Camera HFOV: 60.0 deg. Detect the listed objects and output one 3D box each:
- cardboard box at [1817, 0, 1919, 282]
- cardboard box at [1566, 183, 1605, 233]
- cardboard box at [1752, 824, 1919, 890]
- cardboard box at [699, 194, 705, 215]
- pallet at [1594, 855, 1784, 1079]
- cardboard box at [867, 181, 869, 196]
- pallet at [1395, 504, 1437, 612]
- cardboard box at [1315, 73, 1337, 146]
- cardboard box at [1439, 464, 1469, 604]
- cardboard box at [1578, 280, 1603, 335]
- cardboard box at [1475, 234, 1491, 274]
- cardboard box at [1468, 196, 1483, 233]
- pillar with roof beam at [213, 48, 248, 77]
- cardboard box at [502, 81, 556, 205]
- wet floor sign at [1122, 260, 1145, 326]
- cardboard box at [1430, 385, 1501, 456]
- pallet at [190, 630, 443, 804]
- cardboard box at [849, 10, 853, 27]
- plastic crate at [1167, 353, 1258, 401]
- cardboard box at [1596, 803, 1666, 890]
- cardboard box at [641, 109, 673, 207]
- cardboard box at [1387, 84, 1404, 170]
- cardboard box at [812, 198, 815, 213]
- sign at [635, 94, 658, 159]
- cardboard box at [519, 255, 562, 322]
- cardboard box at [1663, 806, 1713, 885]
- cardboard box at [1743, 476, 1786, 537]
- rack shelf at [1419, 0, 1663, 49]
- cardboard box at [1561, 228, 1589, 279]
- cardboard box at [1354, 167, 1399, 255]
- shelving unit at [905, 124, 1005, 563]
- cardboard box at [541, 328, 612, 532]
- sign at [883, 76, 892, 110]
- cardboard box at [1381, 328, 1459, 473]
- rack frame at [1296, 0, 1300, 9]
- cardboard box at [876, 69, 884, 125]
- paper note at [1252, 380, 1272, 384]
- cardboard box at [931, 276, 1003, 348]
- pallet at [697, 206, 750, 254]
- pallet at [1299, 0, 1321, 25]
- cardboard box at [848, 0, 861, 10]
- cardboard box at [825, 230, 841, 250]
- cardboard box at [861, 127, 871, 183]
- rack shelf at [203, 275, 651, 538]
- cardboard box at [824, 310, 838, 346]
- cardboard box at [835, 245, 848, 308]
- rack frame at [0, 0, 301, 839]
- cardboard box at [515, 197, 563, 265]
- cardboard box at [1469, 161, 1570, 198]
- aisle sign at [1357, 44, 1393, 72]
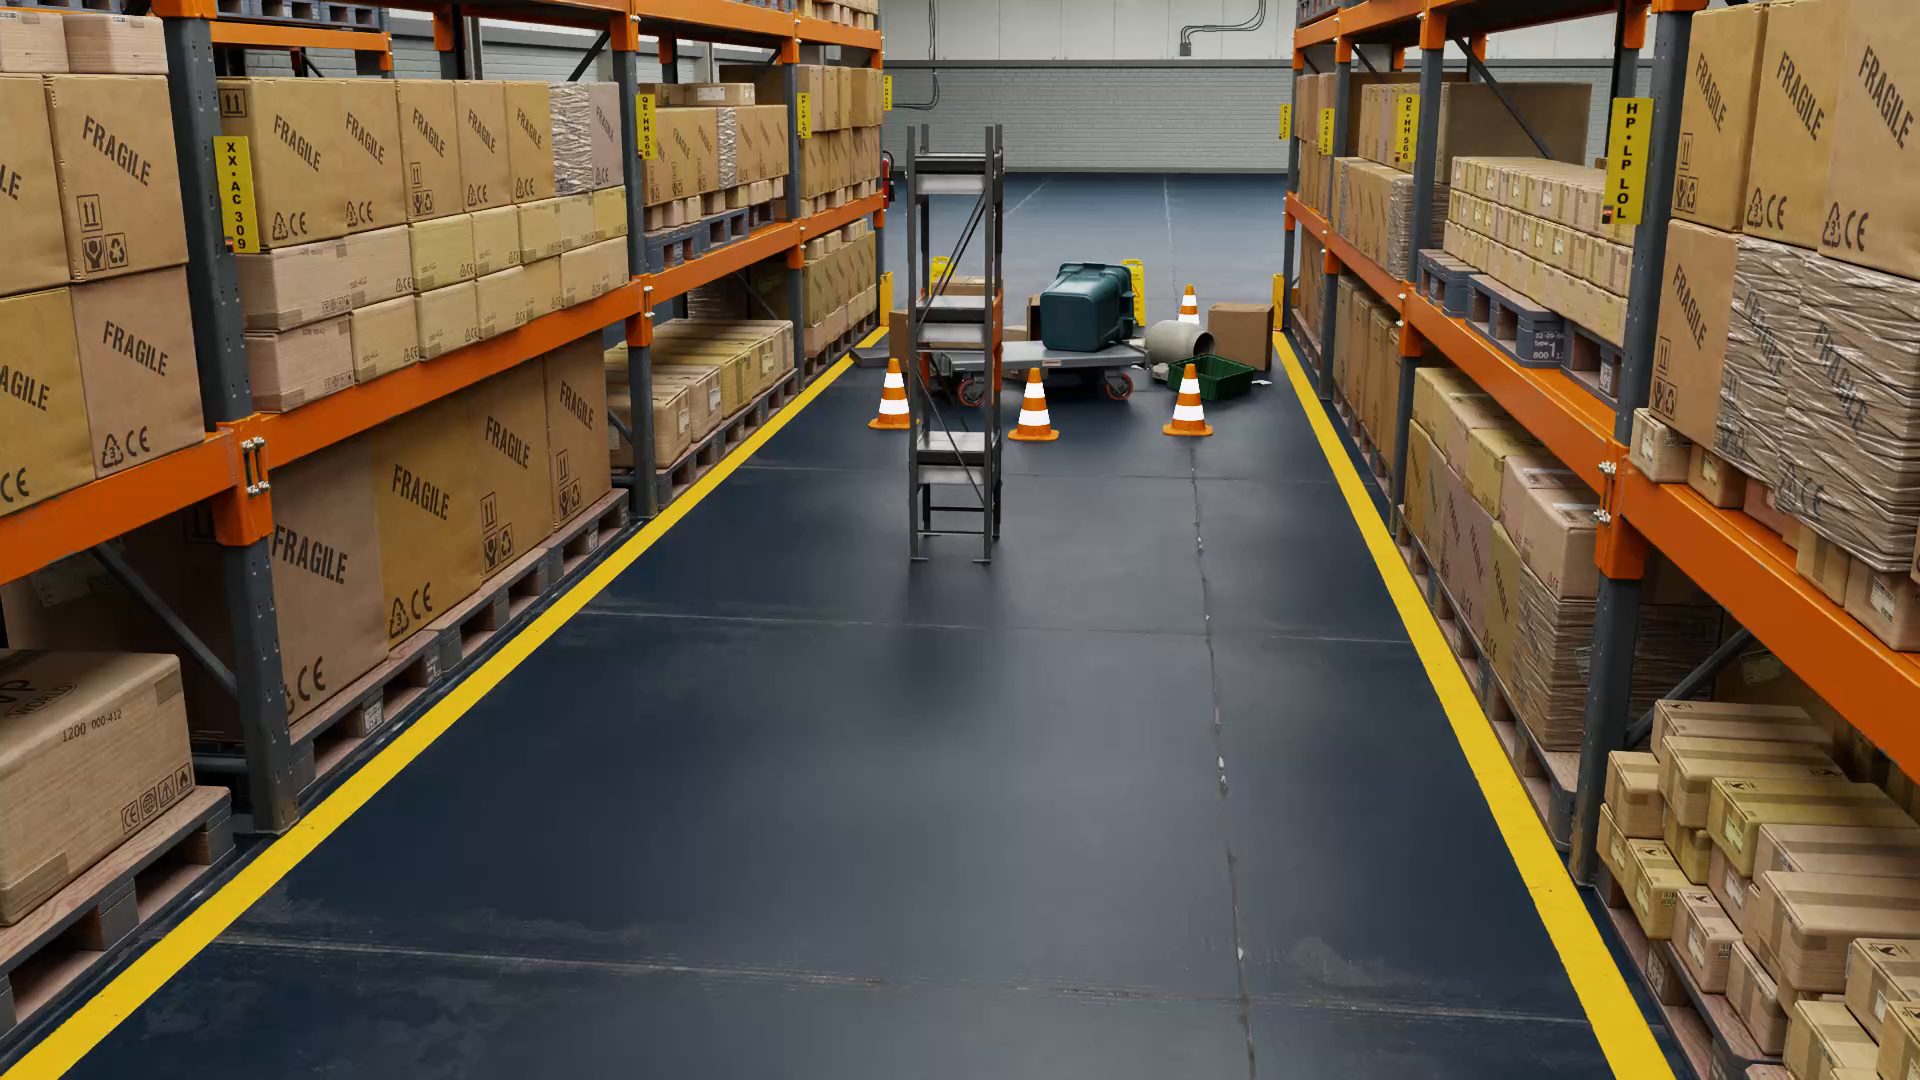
[{"bbox_3d":[1.890,-0.725,2.919,0.500,0.500,0.500,2,15,7],"label":"cardboard box"},{"bbox_3d":[2.255,-1.108,5.550,0.380,0.149,0.250,2,15,6],"label":"cardboard box"},{"bbox_3d":[1.993,0.750,3.660,0.380,0.149,0.250,1,15,5],"label":"cardboard box"},{"bbox_3d":[-1.807,-2.094,10.336,0.380,0.149,0.250,2,15,8],"label":"cardboard box"},{"bbox_3d":[2.273,1.097,4.202,1.003,0.211,1.213,2,15,6],"label":"pallet"},{"bbox_3d":[-1.060,-3.297,15.591,0.380,0.149,0.250,1,15,5],"label":"cardboard box"},{"bbox_3d":[2.676,0.086,7.938,1.003,0.211,1.213,2,15,6],"label":"pallet"},{"bbox_3d":[3.239,-3.334,12.890,0.875,0.550,0.550,2,15,6],"label":"cardboard box"},{"bbox_3d":[2.325,-0.019,6.968,0.500,0.500,0.500,1,15,5],"label":"cardboard box"},{"bbox_3d":[2.221,-0.747,5.355,0.380,0.149,0.250,2,15,6],"label":"cardboard box"},{"bbox_3d":[2.425,-1.224,7.119,0.380,0.149,0.250,2,15,9],"label":"cardboard box"},{"bbox_3d":[2.456,-1.428,7.304,0.380,0.149,0.250,1,15,5],"label":"cardboard box"},{"bbox_3d":[-2.891,-6.417,15.154,9.100,9.000,0.400,2,15,6],"label":"pillar with roof beam"},{"bbox_3d":[-2.075,-1.709,7.129,0.500,0.500,0.500,2,15,6],"label":"cardboard box"},{"bbox_3d":[1.704,-2.466,16.547,0.267,0.644,0.232,-1,15,-3],"label":"wet floor sign"},{"bbox_3d":[2.390,-0.517,7.375,0.500,0.250,0.500,2,15,6],"label":"cardboard box"},{"bbox_3d":[-2.604,0.599,6.041,1.003,0.211,1.213,2,15,6],"label":"pallet"},{"bbox_3d":[-1.159,-4.619,14.734,0.380,0.149,0.250,2,15,6],"label":"cardboard box"},{"bbox_3d":[1.935,-1.254,12.829,0.450,0.188,0.662,22,25,31],"label":"plastic crate"},{"bbox_3d":[1.954,0.834,4.490,0.380,0.149,0.250,1,15,4],"label":"cardboard box"},{"bbox_3d":[-1.884,-2.086,9.065,0.500,0.500,0.500,1,15,5],"label":"cardboard box"},{"bbox_3d":[2.995,-2.506,10.077,0.700,0.500,0.500,2,15,6],"label":"cardboard box"},{"bbox_3d":[-1.382,-2.707,13.408,0.380,0.149,0.250,2,15,6],"label":"cardboard box"},{"bbox_3d":[-1.613,-2.125,8.557,0.100,0.325,0.005,2,15,6],"label":"sign"},{"bbox_3d":[-2.078,-1.108,7.299,0.500,0.250,0.500,2,15,6],"label":"cardboard box"},{"bbox_3d":[2.016,0.758,4.200,0.380,0.149,0.250,2,15,7],"label":"cardboard box"},{"bbox_3d":[2.024,-0.100,3.766,0.380,0.149,0.250,1,15,4],"label":"cardboard box"},{"bbox_3d":[2.540,-2.044,6.107,1.077,0.370,4.000,2,15,6],"label":"rack shelf"},{"bbox_3d":[2.249,-0.963,5.582,0.380,0.149,0.250,1,15,4],"label":"cardboard box"},{"bbox_3d":[2.717,-2.027,10.221,0.500,0.500,0.500,2,15,7],"label":"cardboard box"},{"bbox_3d":[-0.019,-0.971,8.229,0.431,2.100,0.503,2,15,6],"label":"shelving unit"},{"bbox_3d":[-2.325,-0.582,8.334,0.875,0.875,0.875,2,15,6],"label":"cardboard box"},{"bbox_3d":[-0.713,-4.347,16.167,0.100,0.325,0.005,2,15,6],"label":"sign"},{"bbox_3d":[2.923,-0.734,9.136,1.050,0.750,0.750,1,15,5],"label":"cardboard box"},{"bbox_3d":[3.668,-6.433,15.213,1.000,3.000,0.127,2,15,6],"label":"rack frame"},{"bbox_3d":[-1.103,-4.192,15.743,0.700,0.500,0.500,1,15,5],"label":"cardboard box"},{"bbox_3d":[2.393,-1.268,13.291,0.147,0.020,0.142,-10,18,-32],"label":"paper note"},{"bbox_3d":[0.059,-1.733,12.664,0.500,0.500,0.500,2,15,6],"label":"cardboard box"},{"bbox_3d":[-1.982,-2.004,10.694,1.003,0.211,1.213,2,15,6],"label":"pallet"},{"bbox_3d":[3.595,-4.750,14.904,1.003,0.211,1.213,2,15,6],"label":"pallet"},{"bbox_3d":[-1.164,-4.770,14.527,0.500,0.250,0.500,2,15,8],"label":"cardboard box"},{"bbox_3d":[-1.221,-2.549,14.125,0.380,0.149,0.250,3,15,9],"label":"cardboard box"},{"bbox_3d":[-1.110,-3.570,15.357,0.500,0.500,0.500,2,15,6],"label":"cardboard box"},{"bbox_3d":[-2.390,-0.716,6.941,1.077,0.370,4.000,2,15,6],"label":"rack shelf"},{"bbox_3d":[-1.329,-1.779,13.956,0.500,0.250,0.500,3,15,9],"label":"cardboard box"},{"bbox_3d":[-1.269,-2.275,14.357,0.500,0.500,0.500,3,15,9],"label":"cardboard box"},{"bbox_3d":[-2.616,-0.544,4.929,1.000,3.000,0.127,2,15,6],"label":"rack frame"},{"bbox_3d":[-2.058,-1.351,7.242,0.500,0.250,0.500,1,15,5],"label":"cardboard box"},{"bbox_3d":[2.461,-1.583,7.309,0.380,0.149,0.250,2,15,6],"label":"cardboard box"},{"bbox_3d":[3.974,-4.802,15.692,0.394,0.787,0.004,2,15,6],"label":"aisle sign"}]
